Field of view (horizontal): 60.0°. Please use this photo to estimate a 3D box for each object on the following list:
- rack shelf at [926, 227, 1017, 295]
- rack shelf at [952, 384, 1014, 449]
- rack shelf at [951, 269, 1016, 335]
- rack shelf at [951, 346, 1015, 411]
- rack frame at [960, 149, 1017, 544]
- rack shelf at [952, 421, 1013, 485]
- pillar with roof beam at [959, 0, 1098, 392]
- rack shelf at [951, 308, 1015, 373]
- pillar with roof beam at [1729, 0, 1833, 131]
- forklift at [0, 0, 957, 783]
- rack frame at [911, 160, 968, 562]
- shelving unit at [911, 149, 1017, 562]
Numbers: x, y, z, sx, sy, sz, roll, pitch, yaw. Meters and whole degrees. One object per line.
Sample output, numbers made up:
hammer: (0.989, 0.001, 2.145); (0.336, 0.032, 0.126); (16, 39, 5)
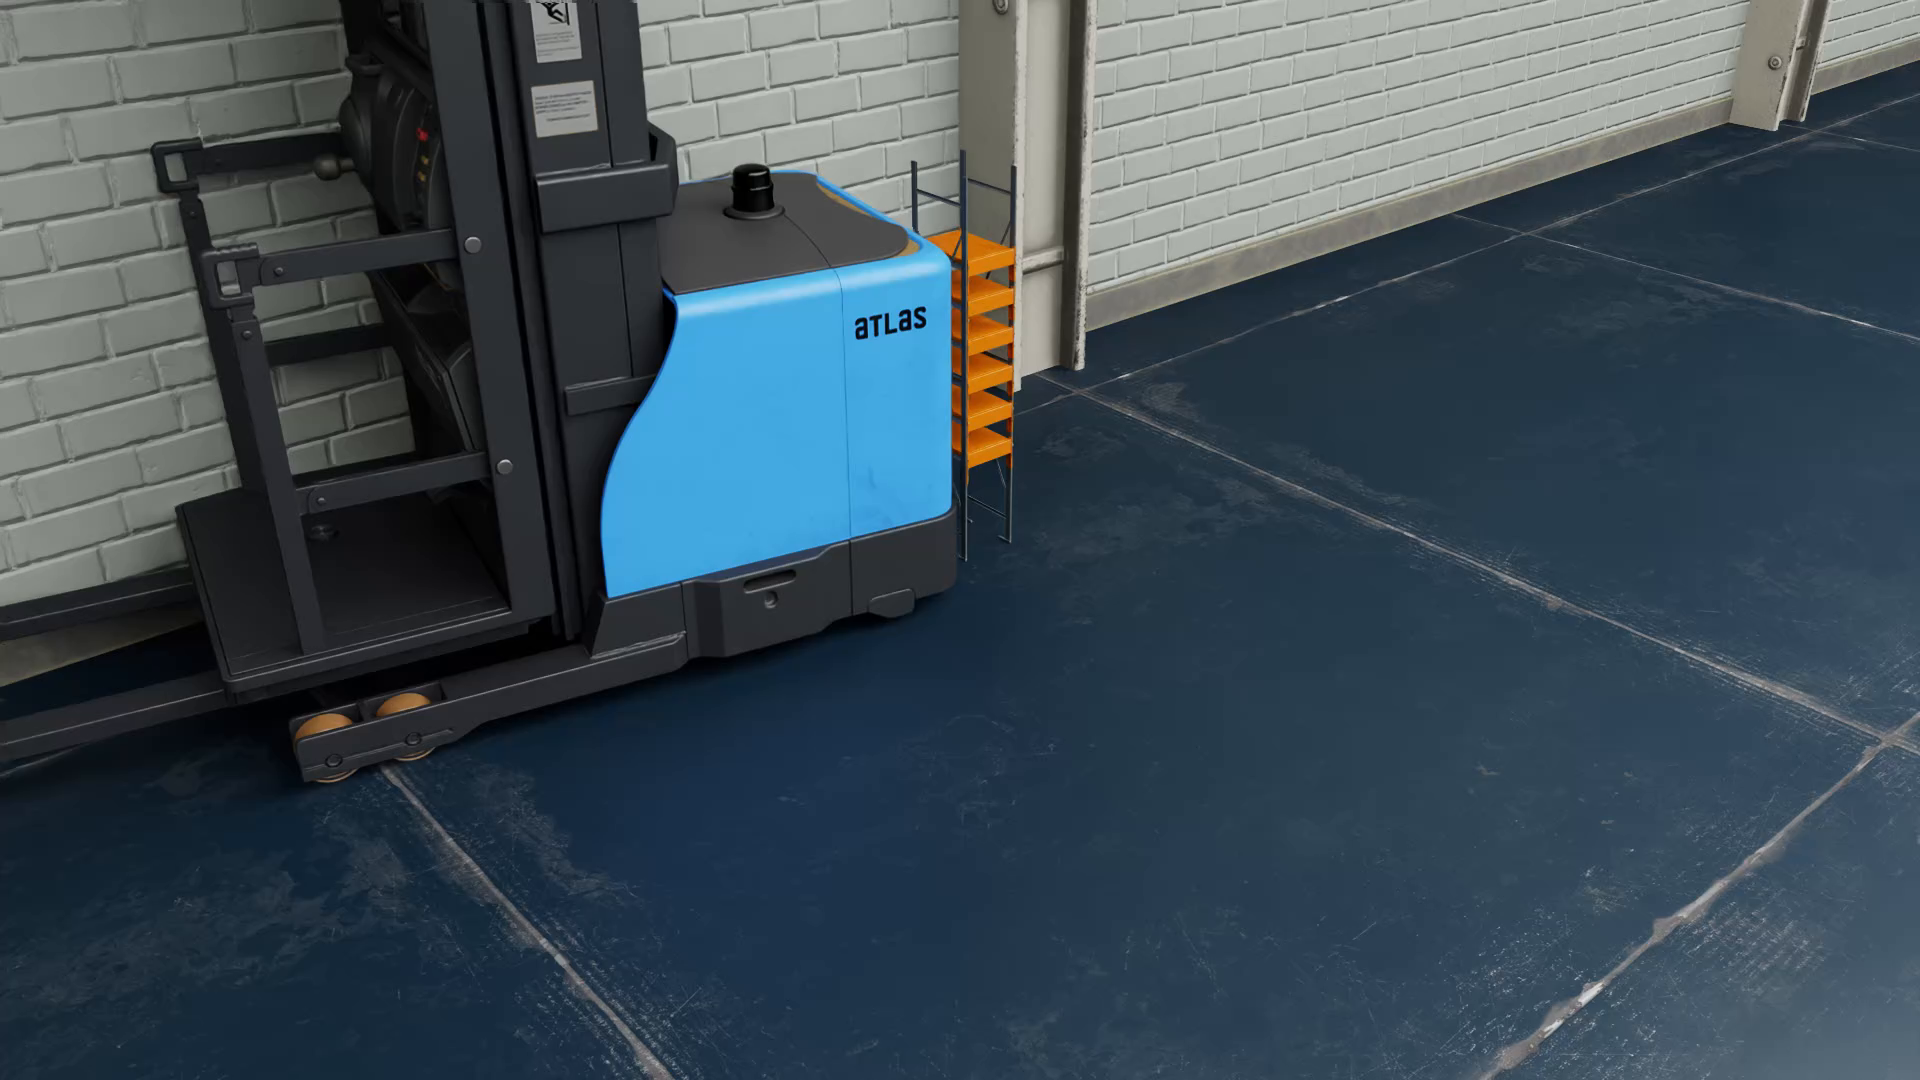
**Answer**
rack shelf: (0.011, -0.812, 4.827); (0.180, 0.103, 0.258); (-22, 35, -35)
rack shelf: (0.011, -0.389, 5.053); (0.180, 0.103, 0.258); (-22, 35, -35)
rack shelf: (0.011, -0.706, 4.883); (0.180, 0.103, 0.258); (-22, 35, -35)
rack shelf: (0.011, -0.494, 4.996); (0.180, 0.103, 0.258); (-22, 35, -35)
rack frame: (0.081, -0.562, 5.028); (0.006, 1.200, 0.240); (-22, 35, -35)
rack shelf: (0.011, -0.283, 5.110); (0.180, 0.103, 0.258); (-22, 35, -35)
pillar with roof beam: (3.036, -3.097, 1.497); (0.400, 9.000, 9.100); (-22, 35, -35)
rack shelf: (0.011, -0.600, 4.940); (0.180, 0.103, 0.258); (-22, 35, -35)
pillar with roof beam: (7.600, -4.932, 4.931); (0.400, 9.000, 9.100); (-22, 35, -35)
forklift: (-1.553, -0.976, 3.967); (3.031, 2.935, 1.130); (-14, 31, -25)
rack frame: (-0.059, -0.506, 4.923); (0.006, 1.200, 0.240); (-22, 35, -35)
shelving unit: (0.011, -0.534, 4.975); (0.189, 1.200, 0.258); (-22, 35, -35)
